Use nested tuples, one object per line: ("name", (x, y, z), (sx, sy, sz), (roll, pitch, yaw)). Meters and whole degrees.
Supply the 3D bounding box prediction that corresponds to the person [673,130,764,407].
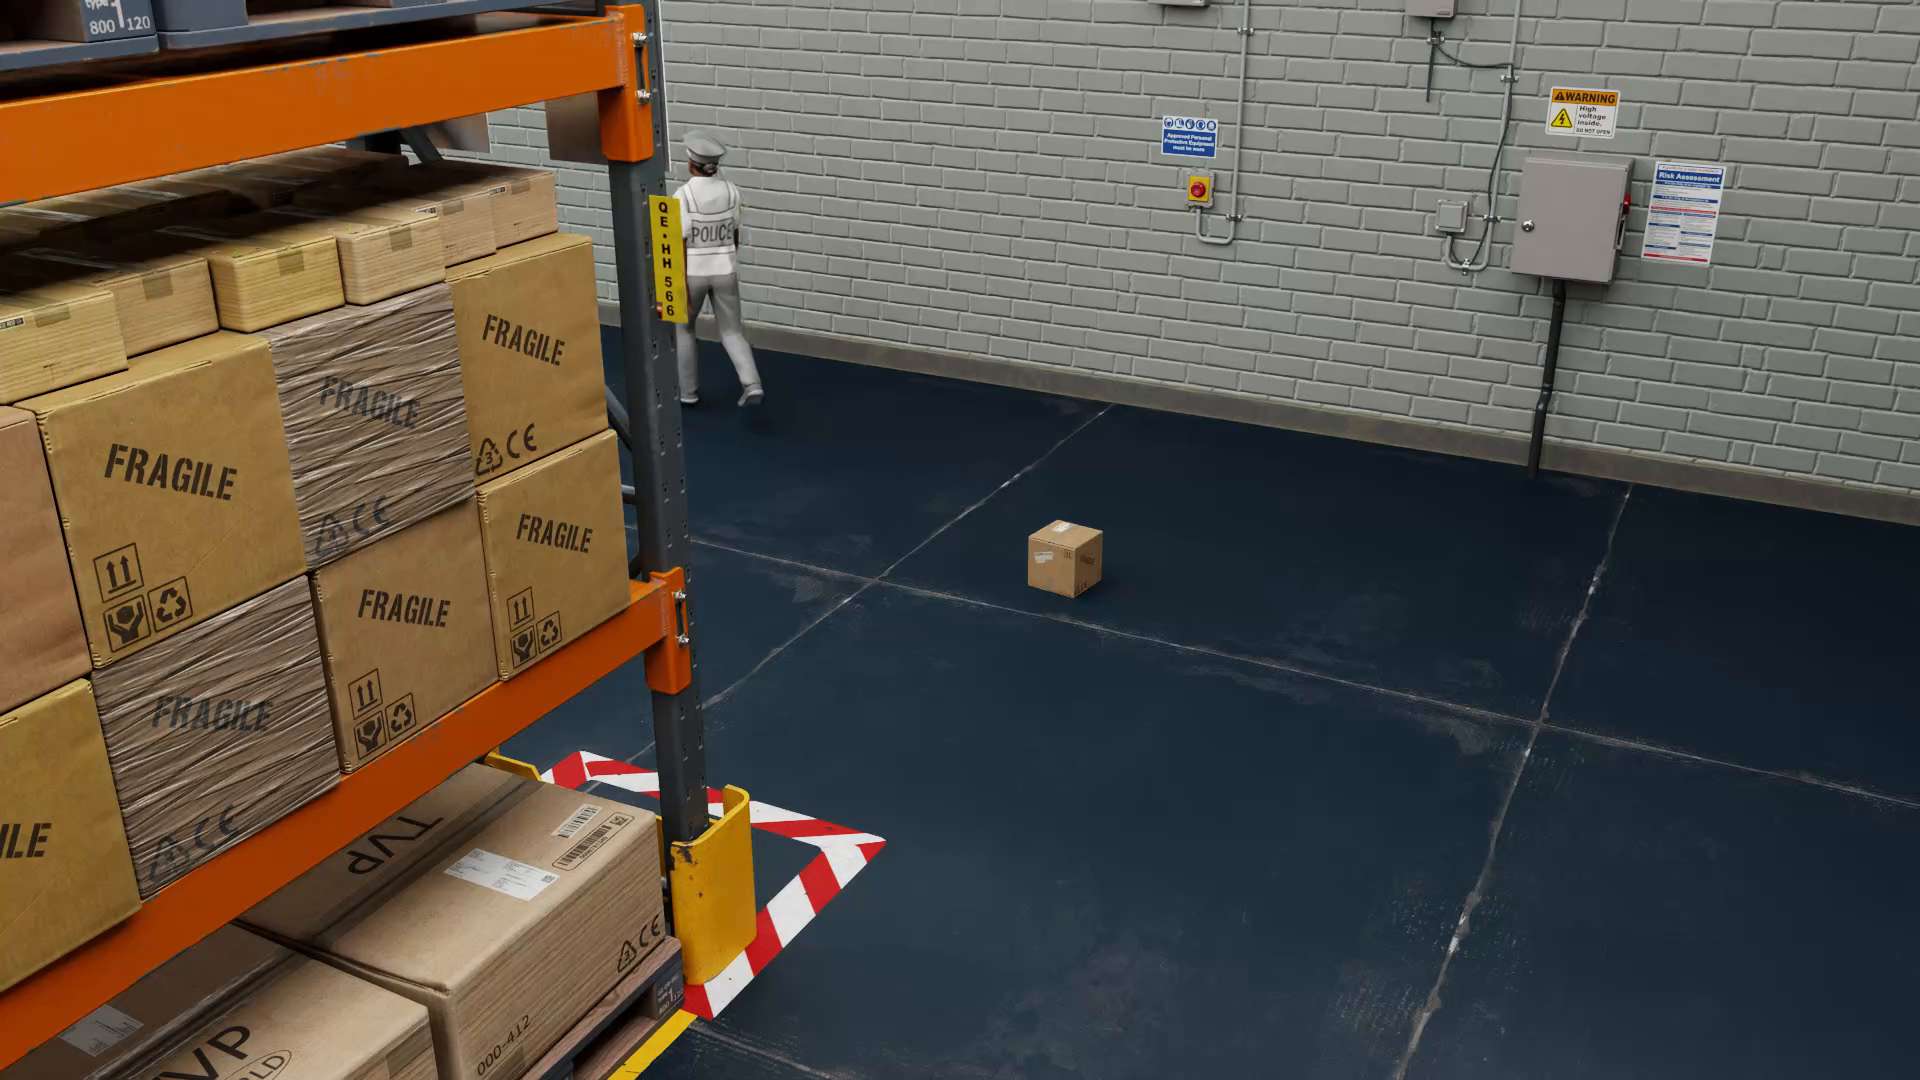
("person", (-1.471, -1.552, 9.727), (0.443, 1.648, 0.883), (-11, 25, -25))
